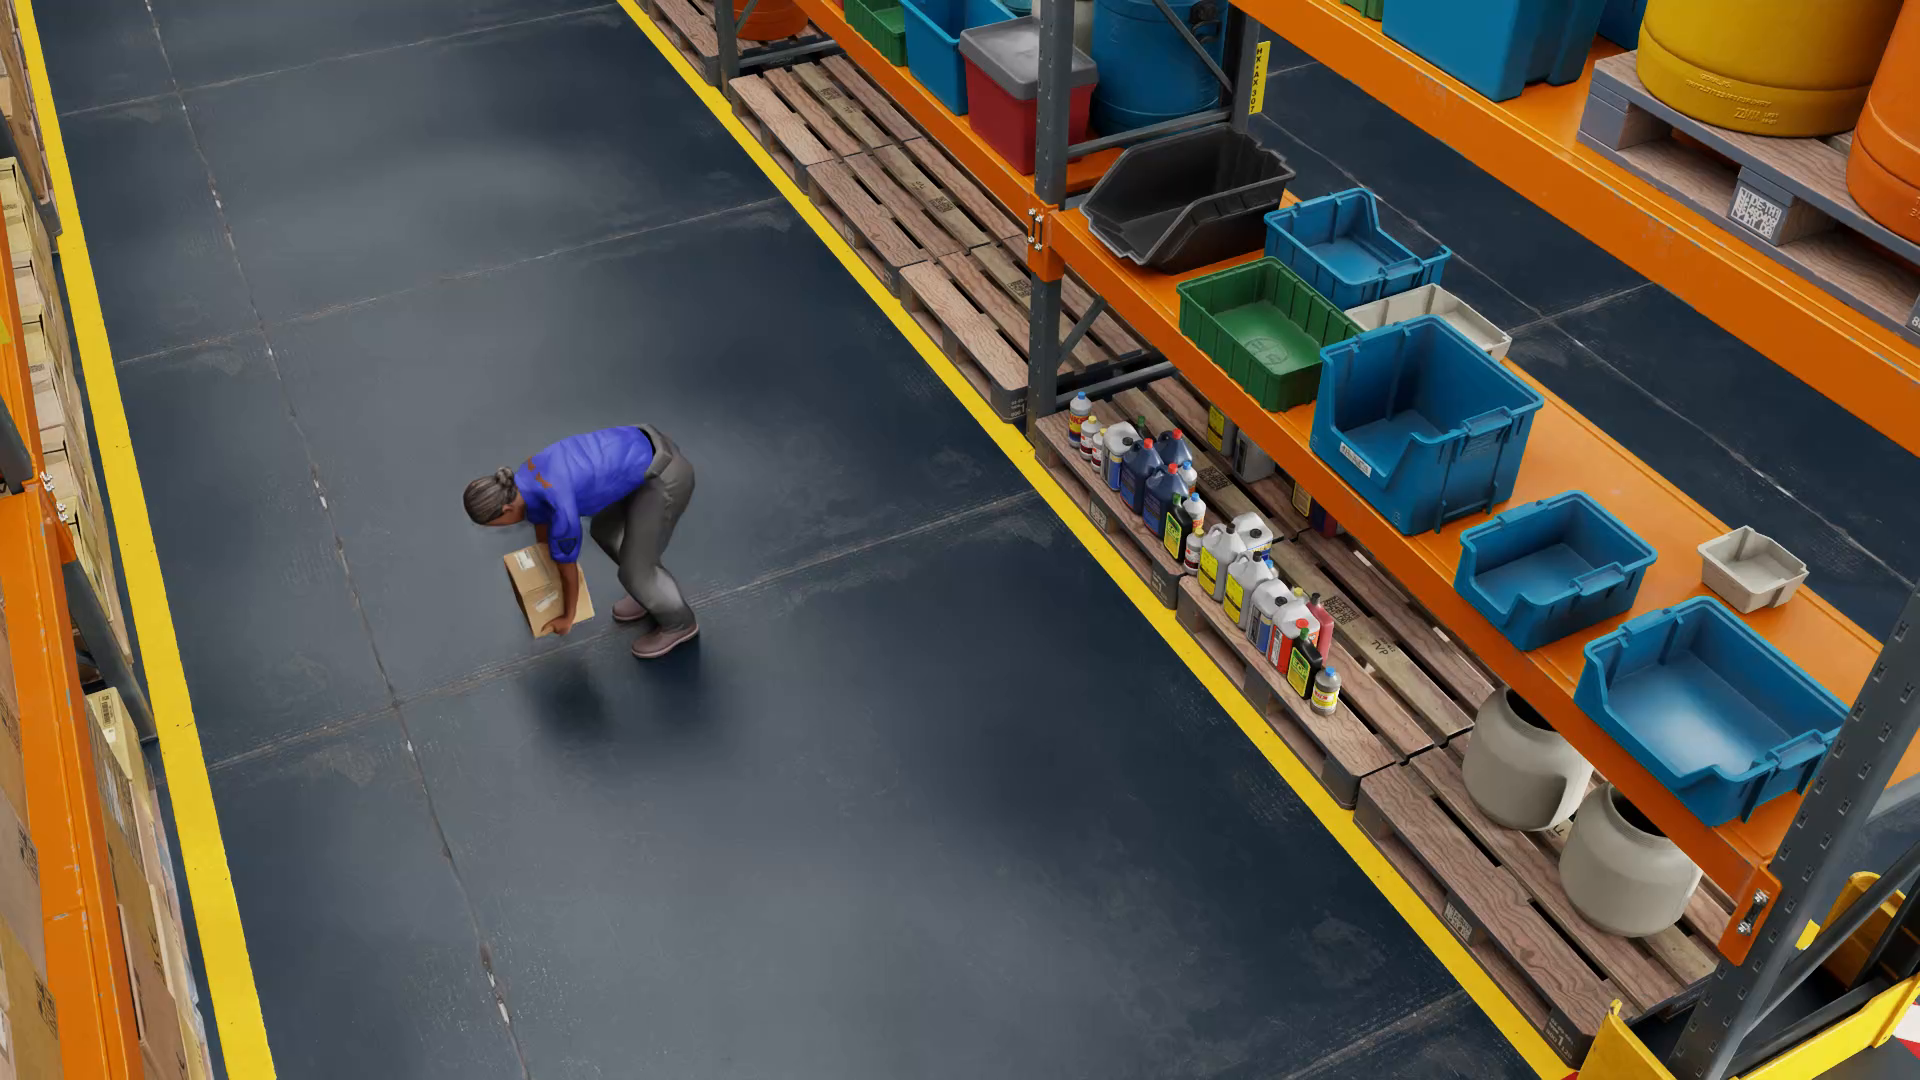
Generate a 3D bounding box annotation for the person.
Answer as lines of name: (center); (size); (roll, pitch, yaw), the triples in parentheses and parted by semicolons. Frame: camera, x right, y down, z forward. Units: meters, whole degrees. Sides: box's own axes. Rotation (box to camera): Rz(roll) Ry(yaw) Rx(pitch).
person: (-1.460, 0.037, 6.593); (0.876, 1.038, 0.429); (-21, 45, -22)
